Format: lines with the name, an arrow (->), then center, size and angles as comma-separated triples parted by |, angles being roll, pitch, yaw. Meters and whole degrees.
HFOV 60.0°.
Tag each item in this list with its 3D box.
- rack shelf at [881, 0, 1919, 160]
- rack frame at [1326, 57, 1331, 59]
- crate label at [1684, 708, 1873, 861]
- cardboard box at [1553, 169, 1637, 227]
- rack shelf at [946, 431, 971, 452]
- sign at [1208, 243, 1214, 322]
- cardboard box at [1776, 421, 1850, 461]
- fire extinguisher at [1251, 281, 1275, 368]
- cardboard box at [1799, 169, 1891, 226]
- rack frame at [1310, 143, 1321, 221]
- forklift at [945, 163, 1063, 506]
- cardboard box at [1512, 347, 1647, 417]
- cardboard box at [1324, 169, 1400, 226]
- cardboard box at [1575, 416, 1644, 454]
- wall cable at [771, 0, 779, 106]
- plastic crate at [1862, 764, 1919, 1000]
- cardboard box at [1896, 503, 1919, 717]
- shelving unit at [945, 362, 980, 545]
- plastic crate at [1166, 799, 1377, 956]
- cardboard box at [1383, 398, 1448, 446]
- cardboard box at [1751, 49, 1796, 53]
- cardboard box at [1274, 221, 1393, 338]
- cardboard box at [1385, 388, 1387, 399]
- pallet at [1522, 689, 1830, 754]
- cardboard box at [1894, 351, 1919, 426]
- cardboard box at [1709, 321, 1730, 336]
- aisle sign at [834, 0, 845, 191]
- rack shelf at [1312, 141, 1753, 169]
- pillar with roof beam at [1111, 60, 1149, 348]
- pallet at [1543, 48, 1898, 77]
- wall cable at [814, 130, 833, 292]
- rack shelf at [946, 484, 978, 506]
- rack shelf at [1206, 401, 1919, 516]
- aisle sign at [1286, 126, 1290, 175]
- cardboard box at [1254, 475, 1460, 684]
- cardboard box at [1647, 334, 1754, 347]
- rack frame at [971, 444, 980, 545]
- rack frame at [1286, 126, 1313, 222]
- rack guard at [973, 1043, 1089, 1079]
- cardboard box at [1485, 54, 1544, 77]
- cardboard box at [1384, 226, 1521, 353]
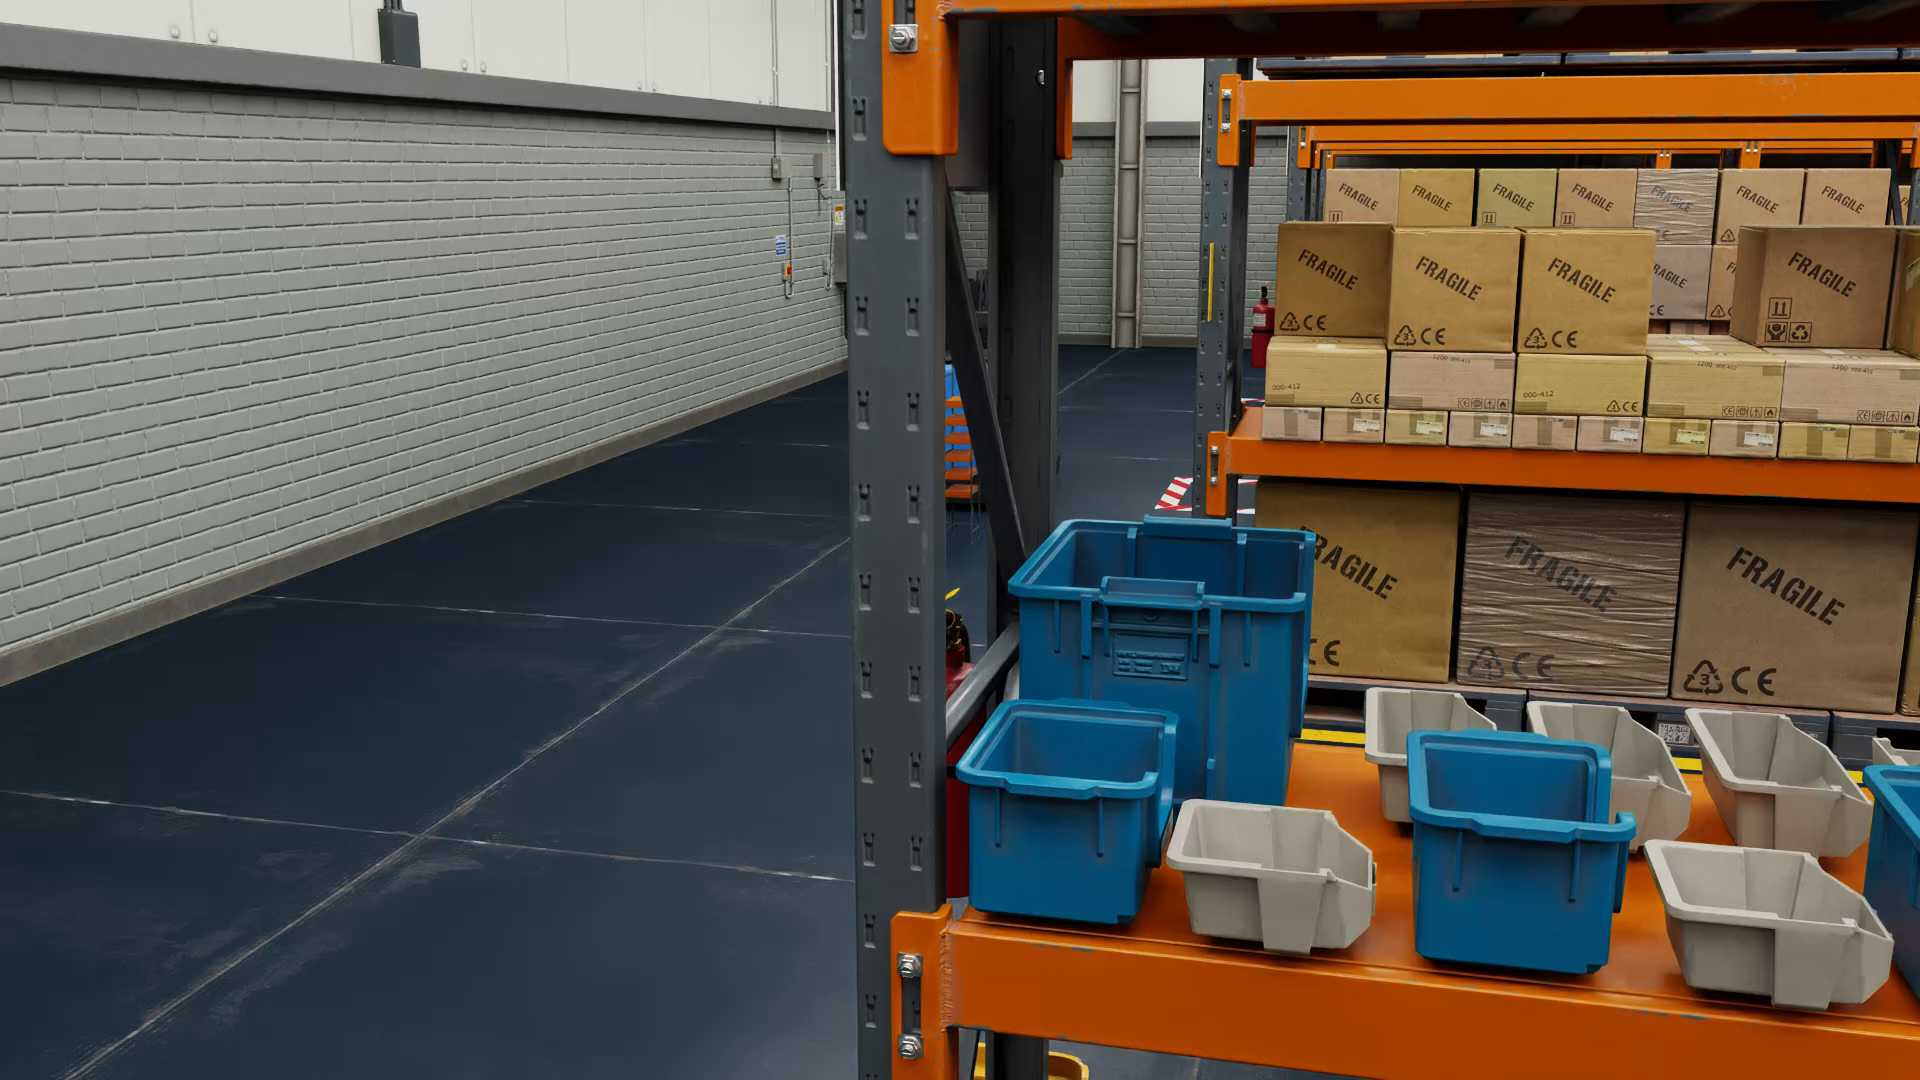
rack shelf -> 1.958, -0.717, 2.275 | 4.000, 0.370, 1.077 | 3, 13, 14
rack frame -> 4.763, -6.806, 21.133 | 0.127, 3.000, 1.000 | 3, 13, 14
crate label -> 1.406, 0.424, 2.870 | 0.243, 0.136, 0.396 | 3, 13, 14
cardboard box -> 4.349, -2.308, 11.484 | 0.500, 0.500, 0.500 | 3, 13, 12
rack shelf -> 0.014, -0.659, 11.084 | 0.180, 0.103, 0.258 | 3, 13, 14
sign -> 1.064, -1.094, 7.058 | 0.005, 0.325, 0.100 | 3, 13, 14
cardboard box -> 3.464, -0.432, 6.837 | 0.250, 0.149, 0.380 | 3, 13, 13
fire extinguisher -> 2.356, -1.677, 12.907 | 0.183, 0.674, 0.296 | 3, 13, 14
cardboard box -> 5.852, -2.229, 11.129 | 0.500, 0.500, 0.500 | 3, 13, 12
rack frame -> 3.578, -2.833, 17.078 | 0.127, 3.000, 1.000 | 3, 13, 14
forklift -> 0.243, -1.949, 13.253 | 1.130, 2.935, 3.031 | 1, 13, 6
cardboard box -> 2.598, -0.687, 7.064 | 0.500, 0.250, 0.500 | 3, 13, 12
cardboard box -> 2.862, -2.390, 11.854 | 0.500, 0.500, 0.500 | 3, 13, 13
cardboard box -> 2.718, -0.472, 7.018 | 0.250, 0.149, 0.380 | 3, 13, 13
wall cable -> -2.012, -5.998, 17.491 | 0.029, 3.000, 0.463 | 3, 13, 14
plastic crate -> 1.456, 0.495, 2.324 | 0.300, 0.233, 0.416 | 3, 13, 14
cardboard box -> 4.465, 0.240, 7.164 | 0.875, 0.875, 0.875 | 3, 13, 14
shelving unit -> 0.014, -0.585, 11.100 | 0.189, 1.200, 0.258 | 3, 13, 14
plastic crate -> 0.469, 0.508, 2.489 | 0.298, 0.136, 0.250 | 3, 13, 14
cardboard box -> 1.967, -0.512, 7.198 | 0.250, 0.149, 0.380 | 3, 13, 12
cardboard box -> 5.362, -3.214, 11.063 | 0.500, 0.250, 0.500 | 3, 13, 11
cardboard box -> 1.739, -1.217, 7.723 | 0.500, 0.500, 0.500 | 3, 13, 14
cardboard box -> 2.125, -0.651, 7.821 | 0.250, 0.149, 0.380 | 3, 13, 14
pallet -> 3.179, 0.701, 7.586 | 1.213, 0.211, 1.003 | 3, 13, 14
cardboard box -> 4.092, -0.608, 6.706 | 0.500, 0.250, 0.500 | 3, 13, 15
cardboard box -> 5.285, -1.467, 11.500 | 0.250, 0.149, 0.380 | 3, 13, 12
aisle sign -> -0.125, -0.918, 2.444 | 0.004, 0.787, 0.394 | 3, 13, 14
rack shelf -> 5.519, -3.842, 16.363 | 4.000, 0.370, 1.077 | 3, 13, 14
pillar with roof beam -> 1.330, -6.230, 18.538 | 0.400, 9.000, 9.100 | 3, 13, 14
pallet -> 3.114, -2.071, 6.922 | 1.213, 0.211, 1.003 | 3, 13, 14
wall cable -> -1.574, -3.916, 19.611 | 0.122, 1.984, 0.588 | 3, 13, 14
rack shelf -> 0.014, -0.307, 11.162 | 0.180, 0.103, 0.258 | 3, 13, 14
rack shelf -> 3.145, -0.294, 7.295 | 4.000, 0.370, 1.077 | 3, 13, 14
aisle sign -> 2.347, -2.997, 11.813 | 0.004, 0.787, 0.394 | 3, 13, 14
cardboard box -> 1.844, 0.100, 7.795 | 0.875, 0.875, 0.875 | 3, 13, 14
cardboard box -> 3.230, -0.773, 7.451 | 0.500, 0.250, 0.500 | 3, 13, 14
rack frame -> 0.103, -0.580, 11.079 | 0.006, 1.200, 0.240 | 3, 13, 14
rack frame -> 2.490, -1.787, 12.362 | 0.127, 3.000, 1.000 | 3, 13, 14
rack guard -> -0.010, 1.514, 3.254 | 0.348, 0.500, 1.175 | 3, 13, 14
cardboard box -> 3.848, -3.289, 11.400 | 0.500, 0.250, 0.500 | 3, 13, 14
cardboard box -> 2.090, -1.080, 7.102 | 0.500, 0.500, 0.500 | 3, 13, 12
